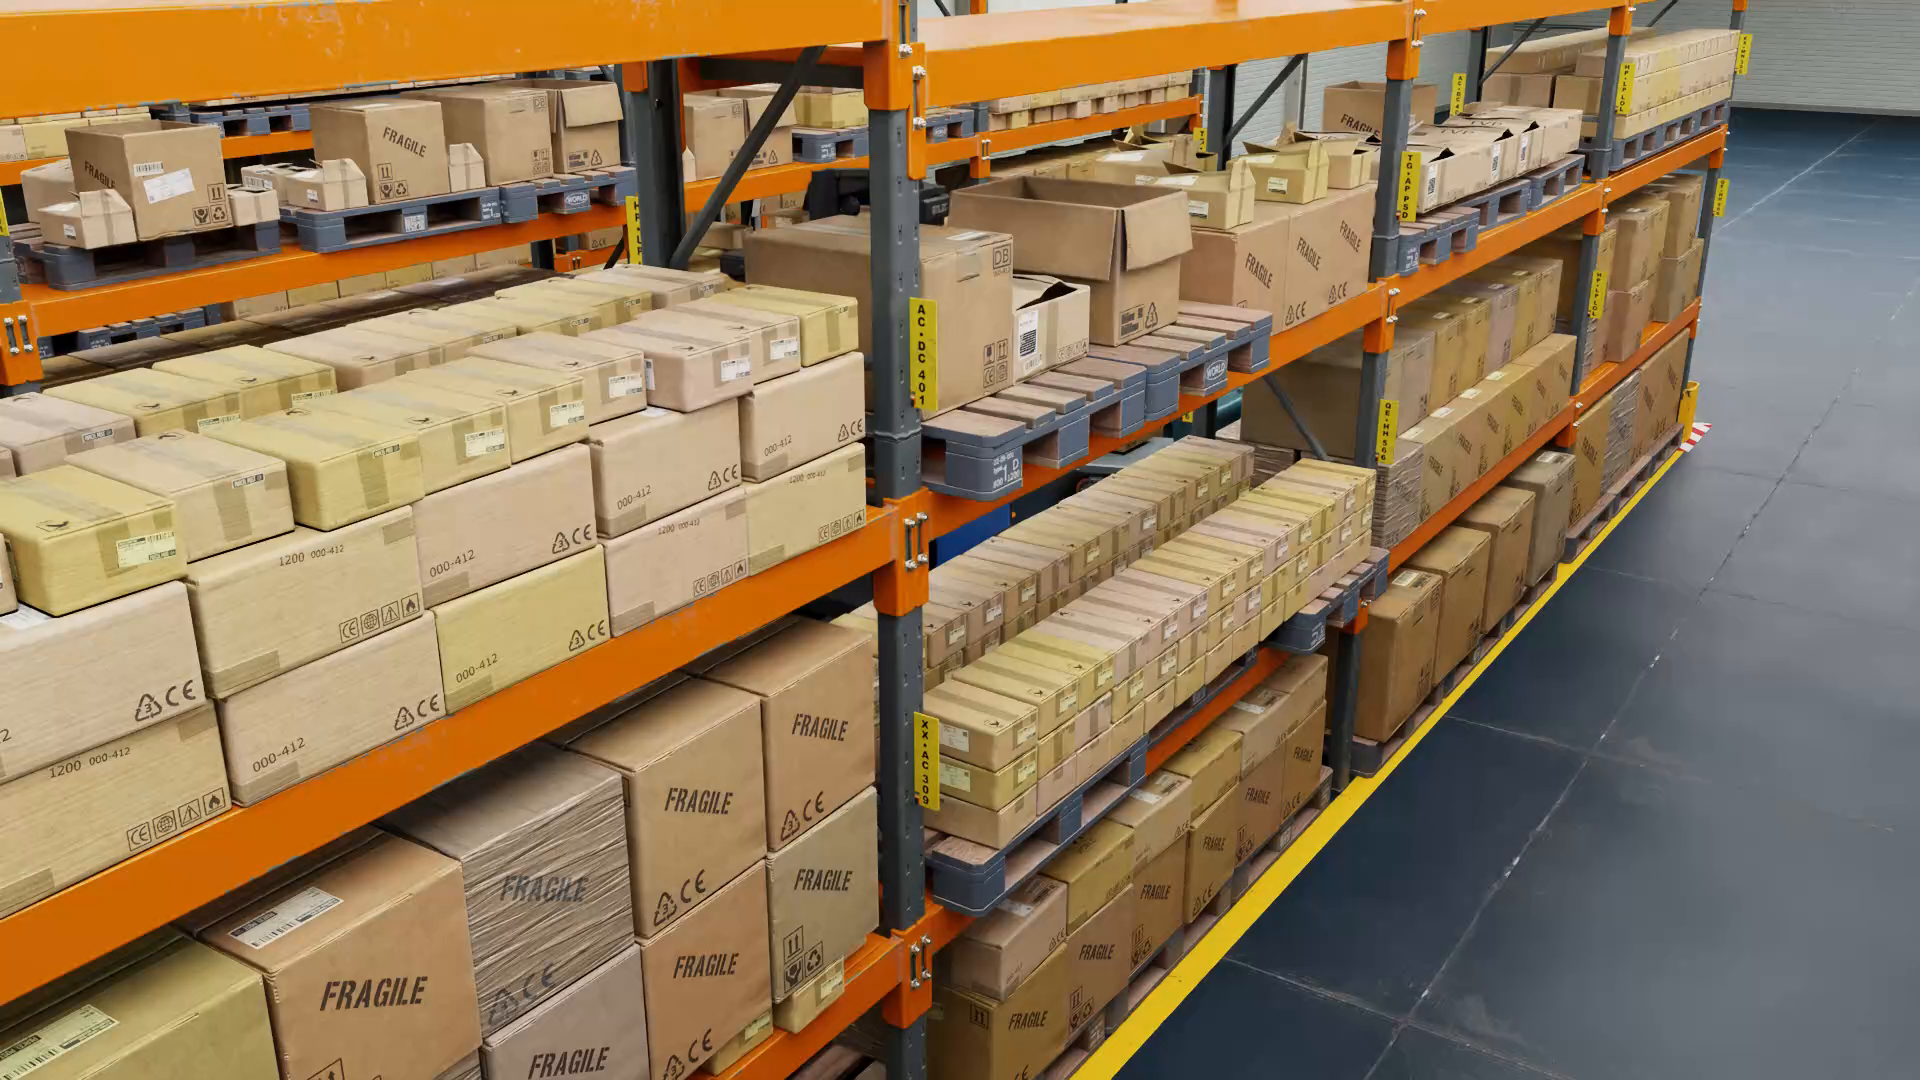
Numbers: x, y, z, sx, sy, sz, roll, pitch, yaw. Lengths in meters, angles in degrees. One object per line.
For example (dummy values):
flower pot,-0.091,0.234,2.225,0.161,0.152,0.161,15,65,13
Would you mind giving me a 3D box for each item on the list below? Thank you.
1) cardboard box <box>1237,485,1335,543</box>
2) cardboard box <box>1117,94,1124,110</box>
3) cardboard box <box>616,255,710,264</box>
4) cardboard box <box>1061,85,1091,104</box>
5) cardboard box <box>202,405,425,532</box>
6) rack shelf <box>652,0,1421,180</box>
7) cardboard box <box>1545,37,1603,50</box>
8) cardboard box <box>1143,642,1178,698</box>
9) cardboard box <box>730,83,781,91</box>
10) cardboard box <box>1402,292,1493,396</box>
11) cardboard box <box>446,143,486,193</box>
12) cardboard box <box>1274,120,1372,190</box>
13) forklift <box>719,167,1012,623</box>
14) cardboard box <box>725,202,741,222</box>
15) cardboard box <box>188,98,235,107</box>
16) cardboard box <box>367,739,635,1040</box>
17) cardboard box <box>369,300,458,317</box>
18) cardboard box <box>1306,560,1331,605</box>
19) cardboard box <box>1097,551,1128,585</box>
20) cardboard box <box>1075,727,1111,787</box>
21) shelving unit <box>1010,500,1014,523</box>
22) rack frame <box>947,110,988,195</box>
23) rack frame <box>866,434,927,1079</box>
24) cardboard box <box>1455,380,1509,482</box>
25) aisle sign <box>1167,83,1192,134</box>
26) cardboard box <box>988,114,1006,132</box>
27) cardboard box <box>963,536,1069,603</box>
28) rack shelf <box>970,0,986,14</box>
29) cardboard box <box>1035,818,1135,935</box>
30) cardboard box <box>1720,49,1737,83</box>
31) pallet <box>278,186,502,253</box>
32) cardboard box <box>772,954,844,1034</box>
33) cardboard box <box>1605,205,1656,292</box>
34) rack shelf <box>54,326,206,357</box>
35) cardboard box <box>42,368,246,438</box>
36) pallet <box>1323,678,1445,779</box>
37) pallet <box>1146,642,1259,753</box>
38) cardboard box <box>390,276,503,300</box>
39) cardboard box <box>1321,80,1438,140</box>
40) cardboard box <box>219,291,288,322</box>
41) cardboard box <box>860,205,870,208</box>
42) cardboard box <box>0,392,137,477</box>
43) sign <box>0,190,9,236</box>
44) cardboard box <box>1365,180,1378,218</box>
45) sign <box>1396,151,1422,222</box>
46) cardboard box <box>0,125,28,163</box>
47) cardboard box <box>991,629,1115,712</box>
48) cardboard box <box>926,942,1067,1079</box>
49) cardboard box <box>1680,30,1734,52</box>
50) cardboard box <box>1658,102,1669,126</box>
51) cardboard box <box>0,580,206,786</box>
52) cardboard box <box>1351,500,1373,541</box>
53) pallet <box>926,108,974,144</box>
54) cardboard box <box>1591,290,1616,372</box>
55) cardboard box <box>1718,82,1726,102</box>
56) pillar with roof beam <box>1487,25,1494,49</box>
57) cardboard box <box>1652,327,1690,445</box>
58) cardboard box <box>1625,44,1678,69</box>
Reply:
cardboard box,1.500,-0.122,7.670,0.380,0.149,0.250,14,25,33
cardboard box,1.321,-4.142,15.678,0.380,0.149,0.250,13,24,30
cardboard box,-2.157,-1.795,12.116,0.500,0.500,0.500,13,24,31
cardboard box,0.833,-4.064,14.892,0.500,0.250,0.500,14,24,32
cardboard box,-1.343,-0.155,3.457,0.380,0.149,0.250,13,24,31
rack shelf,0.562,-1.855,6.423,1.077,0.370,4.000,13,24,32
cardboard box,4.731,-3.798,12.848,0.380,0.149,0.250,14,24,32
cardboard box,0.624,0.464,6.515,0.380,0.149,0.250,14,25,34
cardboard box,-1.424,-3.374,12.850,0.500,0.250,0.500,13,24,31
cardboard box,2.804,-1.223,10.162,0.700,0.500,0.500,13,24,31
cardboard box,-2.949,-2.154,9.529,0.396,0.266,0.258,13,24,30
cardboard box,1.674,-1.786,7.699,0.396,0.266,0.258,13,24,32
forklift,-0.822,-0.855,10.851,1.130,2.935,3.031,12,23,30
cardboard box,-2.721,-3.899,18.839,0.500,0.500,0.500,13,24,31
cardboard box,-6.124,-3.626,13.507,0.380,0.166,0.250,13,24,32
cardboard box,-1.188,0.833,4.175,0.500,0.500,0.500,14,24,33
cardboard box,-3.105,-1.103,9.838,0.500,0.500,0.500,13,24,32
cardboard box,1.504,0.156,7.775,0.380,0.149,0.250,14,24,33
cardboard box,0.526,0.110,7.471,0.380,0.149,0.250,13,24,31
cardboard box,0.335,0.753,6.162,0.380,0.149,0.250,13,24,32
shelving unit,0.141,-0.775,12.640,0.431,1.500,0.755,16,17,26
rack frame,-0.215,-2.224,14.455,1.000,3.000,0.127,13,24,32
rack frame,-0.562,1.007,5.718,1.000,3.000,0.127,13,24,32
cardboard box,3.012,-0.697,10.181,0.500,0.500,0.500,13,24,31
aisle sign,2.308,-4.553,17.002,0.394,0.787,0.004,13,24,32
cardboard box,0.167,-3.555,14.092,0.380,0.149,0.250,13,24,31
cardboard box,0.236,0.122,7.010,0.380,0.149,0.250,12,23,29
rack shelf,-1.340,-3.939,12.057,1.077,0.370,4.000,13,24,32
cardboard box,0.369,1.317,6.797,0.500,0.250,0.500,14,25,33
cardboard box,6.140,-3.961,13.863,0.500,0.250,0.500,14,24,33
pallet,-3.408,-1.878,9.468,1.003,0.211,1.213,15,25,34
cardboard box,-0.584,1.348,5.159,0.380,0.149,0.250,13,24,30
cardboard box,4.801,-2.273,12.812,0.875,0.550,0.550,13,24,32
rack shelf,-7.696,-1.132,12.540,1.077,0.370,4.000,13,24,32
cardboard box,-1.841,-0.269,3.766,0.380,0.149,0.250,12,24,30
pallet,2.192,0.956,9.876,1.003,0.211,1.213,13,24,32
pallet,0.608,0.526,7.297,1.003,0.211,1.213,13,24,32
cardboard box,-3.214,-1.355,10.518,0.500,0.500,0.500,13,24,32
cardboard box,2.432,-2.391,9.689,0.500,0.500,0.500,13,24,32
cardboard box,-6.120,-2.053,14.208,0.500,0.250,0.500,13,24,32
cardboard box,-0.772,-2.846,14.022,0.380,0.149,0.250,13,24,32
cardboard box,-1.983,-0.193,3.560,0.380,0.149,0.250,13,24,30
sign,-4.253,-1.508,7.334,0.100,0.325,0.005,13,24,32
cardboard box,2.007,-1.738,8.428,0.380,0.149,0.250,12,24,30
sign,2.134,-1.683,7.923,0.100,0.325,0.005,13,24,32
cardboard box,-7.222,-2.898,12.167,0.500,0.250,0.500,13,24,32
cardboard box,0.338,0.472,6.066,0.380,0.149,0.250,14,24,32
cardboard box,0.073,1.822,6.512,0.500,0.500,0.500,14,25,34
cardboard box,6.134,-4.108,13.688,0.380,0.149,0.250,13,24,32
cardboard box,4.991,-3.151,12.250,0.380,0.149,0.250,13,24,31
cardboard box,-1.762,0.216,3.029,0.500,0.250,0.500,14,24,32
cardboard box,1.786,-0.128,8.117,0.380,0.149,0.250,14,24,33
pallet,-0.651,-3.387,13.544,1.213,0.211,1.003,13,24,32
cardboard box,4.423,-1.629,12.628,0.875,0.550,0.550,13,24,32
cardboard box,6.135,-3.735,13.827,0.380,0.149,0.250,14,24,32
pillar with roof beam,17.214,-14.897,40.066,9.100,9.000,0.400,13,24,32
cardboard box,5.857,-1.429,14.761,0.875,0.875,0.875,13,24,32
cardboard box,4.993,-3.526,12.113,0.380,0.149,0.250,14,24,32
